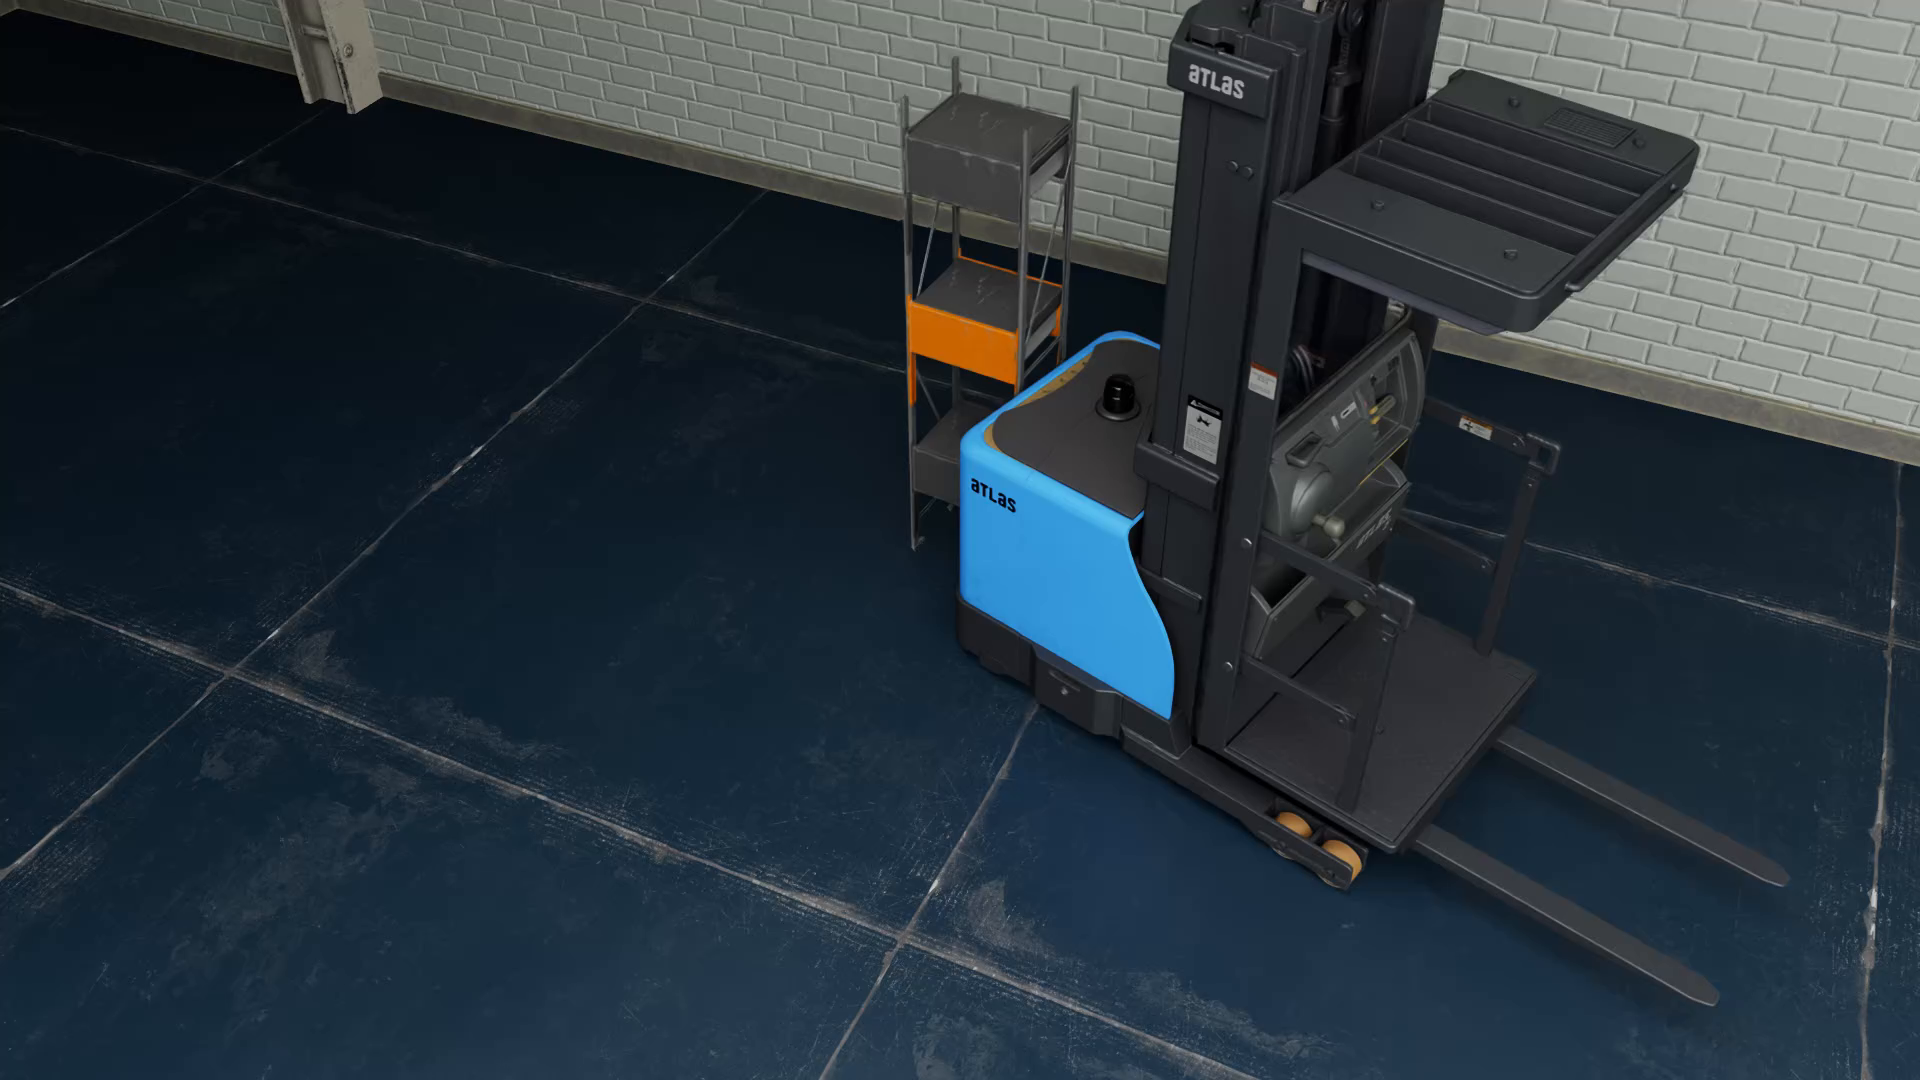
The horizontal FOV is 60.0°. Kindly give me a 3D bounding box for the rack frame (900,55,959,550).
[{"bbox_3d":[-0.106,-0.867,6.647,0.015,2.100,0.400,20,45,22],"label":"rack frame"}]

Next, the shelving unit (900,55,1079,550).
[{"bbox_3d":[0.107,-0.788,6.556,0.503,2.100,0.431,20,45,22],"label":"shelving unit"}]

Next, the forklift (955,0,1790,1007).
[{"bbox_3d":[1.431,-0.283,5.339,3.031,2.935,1.130,29,49,29],"label":"forklift"}]

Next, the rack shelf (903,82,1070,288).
[{"bbox_3d":[0.107,-1.307,6.107,0.480,0.518,0.431,20,45,22],"label":"rack shelf"}]

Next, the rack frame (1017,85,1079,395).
[{"bbox_3d":[0.320,-0.710,6.466,0.015,2.100,0.400,20,45,22],"label":"rack frame"}]

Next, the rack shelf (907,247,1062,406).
[{"bbox_3d":[0.107,-0.778,6.565,0.480,0.518,0.431,20,45,22],"label":"rack shelf"}]

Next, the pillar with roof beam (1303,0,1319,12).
[{"bbox_3d":[-0.248,-1.964,2.645,0.400,9.000,9.100,17,44,19],"label":"pillar with roof beam"}]

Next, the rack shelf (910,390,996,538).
[{"bbox_3d":[0.107,-0.249,7.024,0.480,0.518,0.431,20,45,22],"label":"rack shelf"}]

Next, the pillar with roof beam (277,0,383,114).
[{"bbox_3d":[-5.685,-3.626,4.562,0.400,9.000,9.100,17,44,19],"label":"pillar with roof beam"}]
